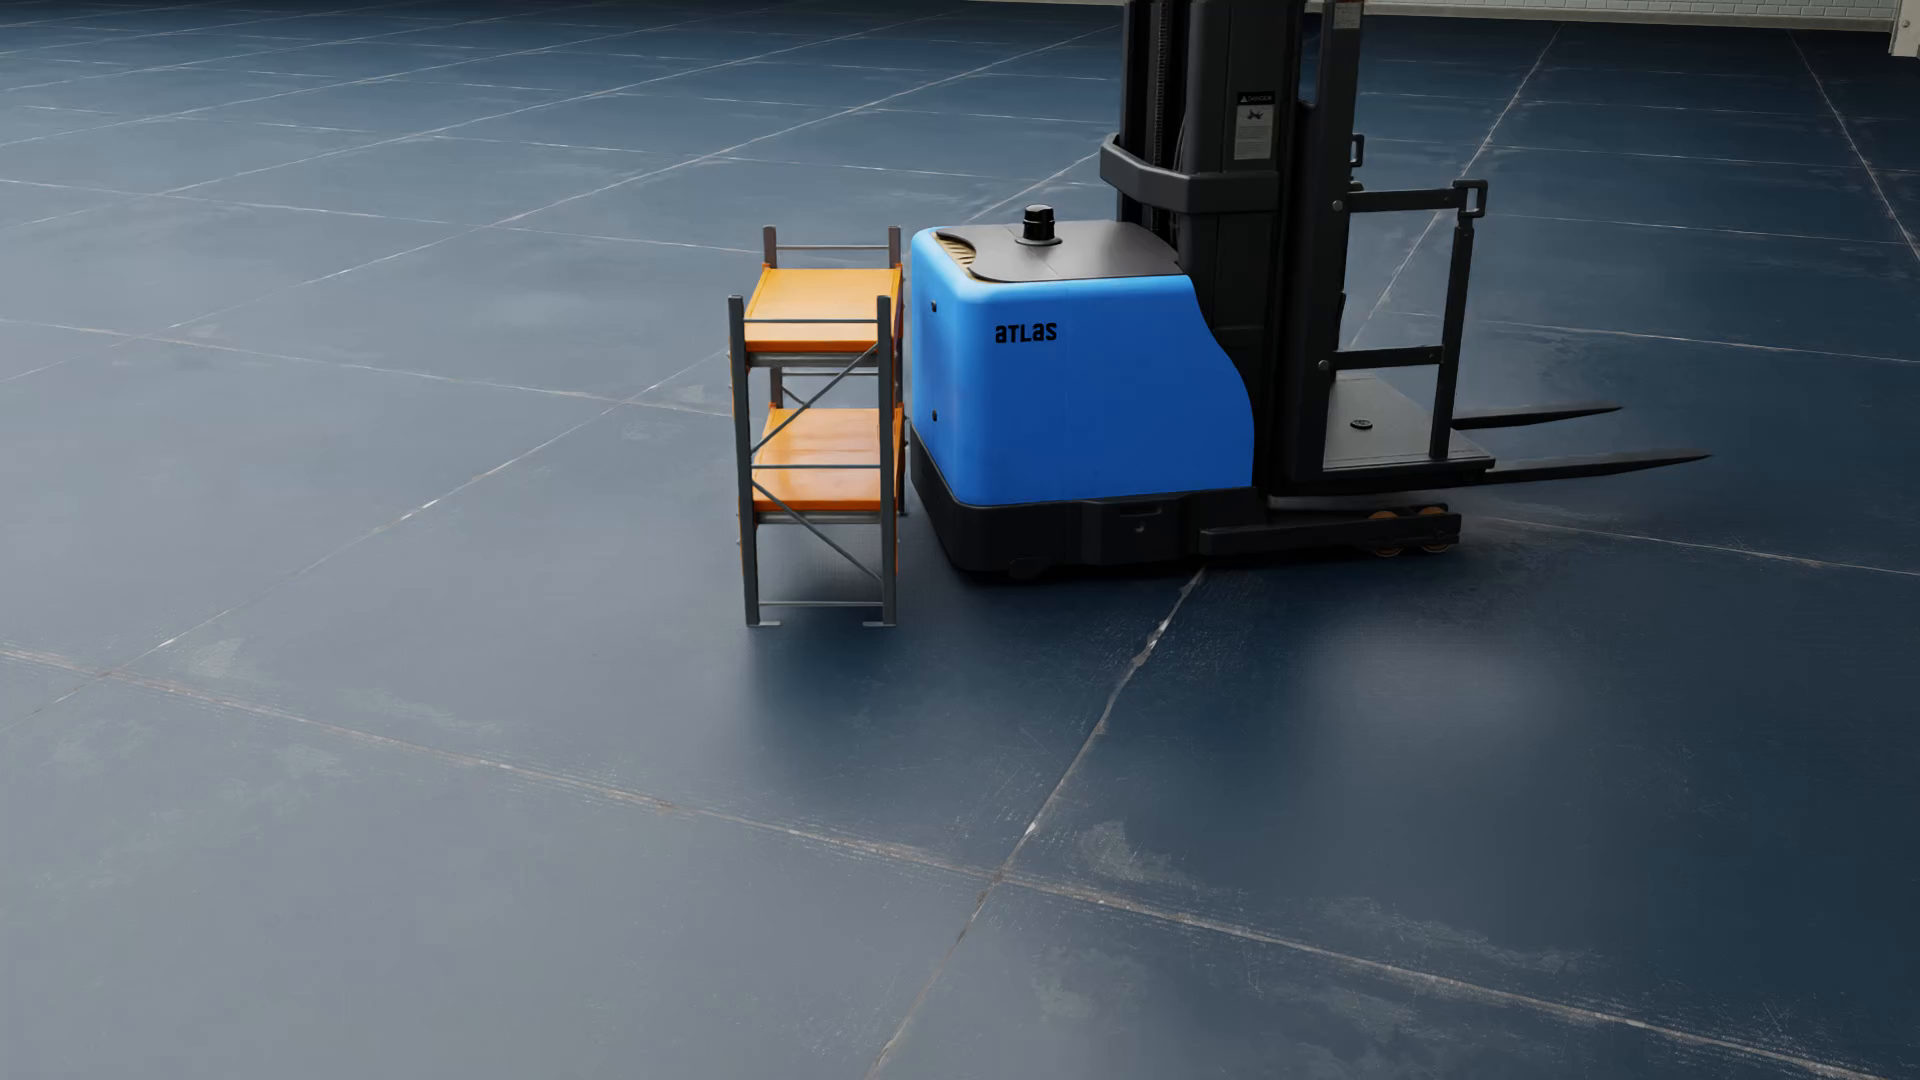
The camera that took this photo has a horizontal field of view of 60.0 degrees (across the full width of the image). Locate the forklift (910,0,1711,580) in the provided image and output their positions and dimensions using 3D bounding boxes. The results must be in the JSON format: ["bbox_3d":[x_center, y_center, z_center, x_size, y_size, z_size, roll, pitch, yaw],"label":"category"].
[{"bbox_3d":[1.373,-1.484,6.000,3.031,2.935,1.130,-5,23,-11],"label":"forklift"}]

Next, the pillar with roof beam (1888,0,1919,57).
[{"bbox_3d":[7.784,-10.829,20.500,9.100,9.000,0.400,9,24,20],"label":"pillar with roof beam"}]

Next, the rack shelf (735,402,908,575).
[{"bbox_3d":[-0.466,-0.204,5.912,0.538,0.278,1.000,0,23,0],"label":"rack shelf"}]

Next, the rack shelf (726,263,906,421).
[{"bbox_3d":[-0.466,-0.699,5.705,0.538,0.278,1.000,0,23,0],"label":"rack shelf"}]

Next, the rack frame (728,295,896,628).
[{"bbox_3d":[-0.464,-0.233,5.349,0.500,1.125,0.032,0,23,0],"label":"rack frame"}]

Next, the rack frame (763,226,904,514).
[{"bbox_3d":[-0.468,-0.625,6.287,0.500,1.125,0.032,0,23,0],"label":"rack frame"}]

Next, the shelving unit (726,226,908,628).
[{"bbox_3d":[-0.466,-0.429,5.818,0.538,1.125,1.048,0,23,0],"label":"shelving unit"}]
